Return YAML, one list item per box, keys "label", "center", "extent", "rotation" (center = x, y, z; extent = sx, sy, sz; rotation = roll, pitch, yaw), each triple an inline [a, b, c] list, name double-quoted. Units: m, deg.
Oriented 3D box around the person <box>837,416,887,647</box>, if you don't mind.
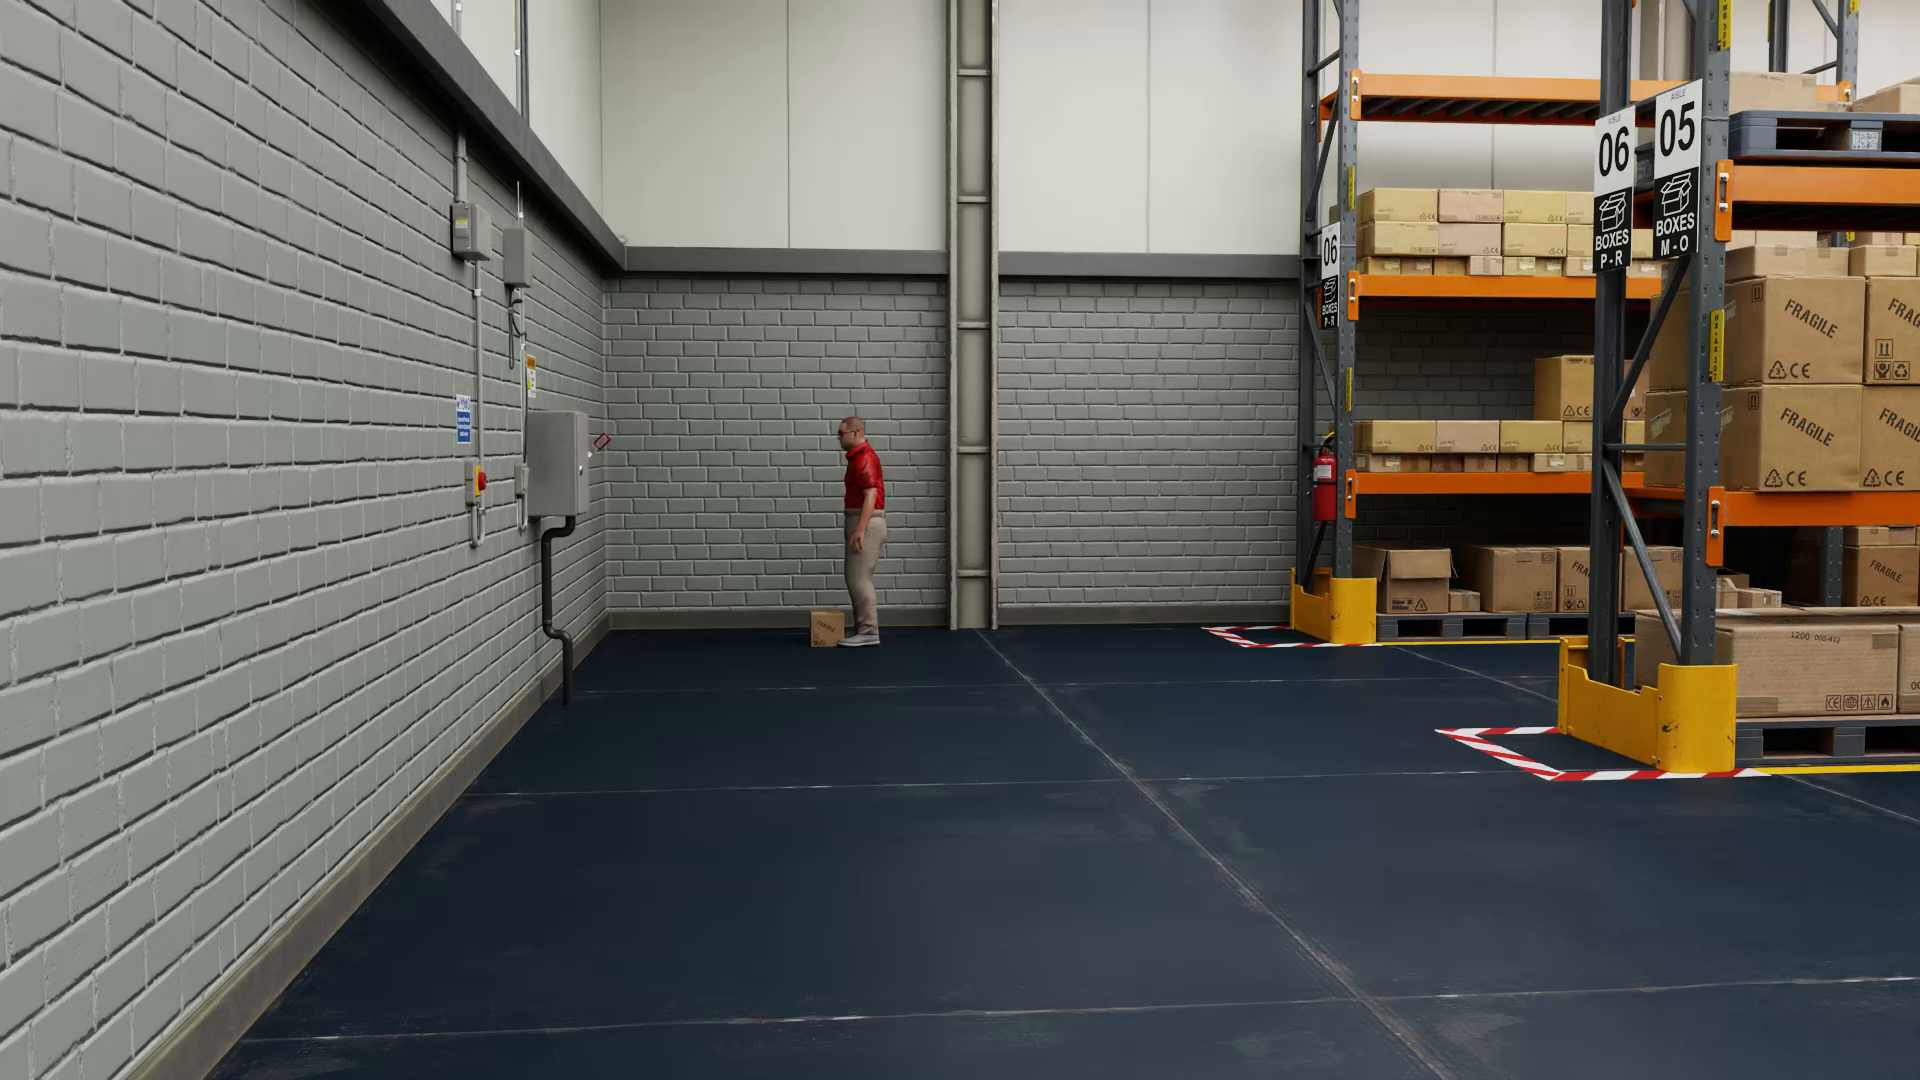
- label: "person"
  center: [-0.755, -0.070, 12.586]
  extent: [0.384, 1.728, 0.604]
  rotation: [-1, 3, -9]
